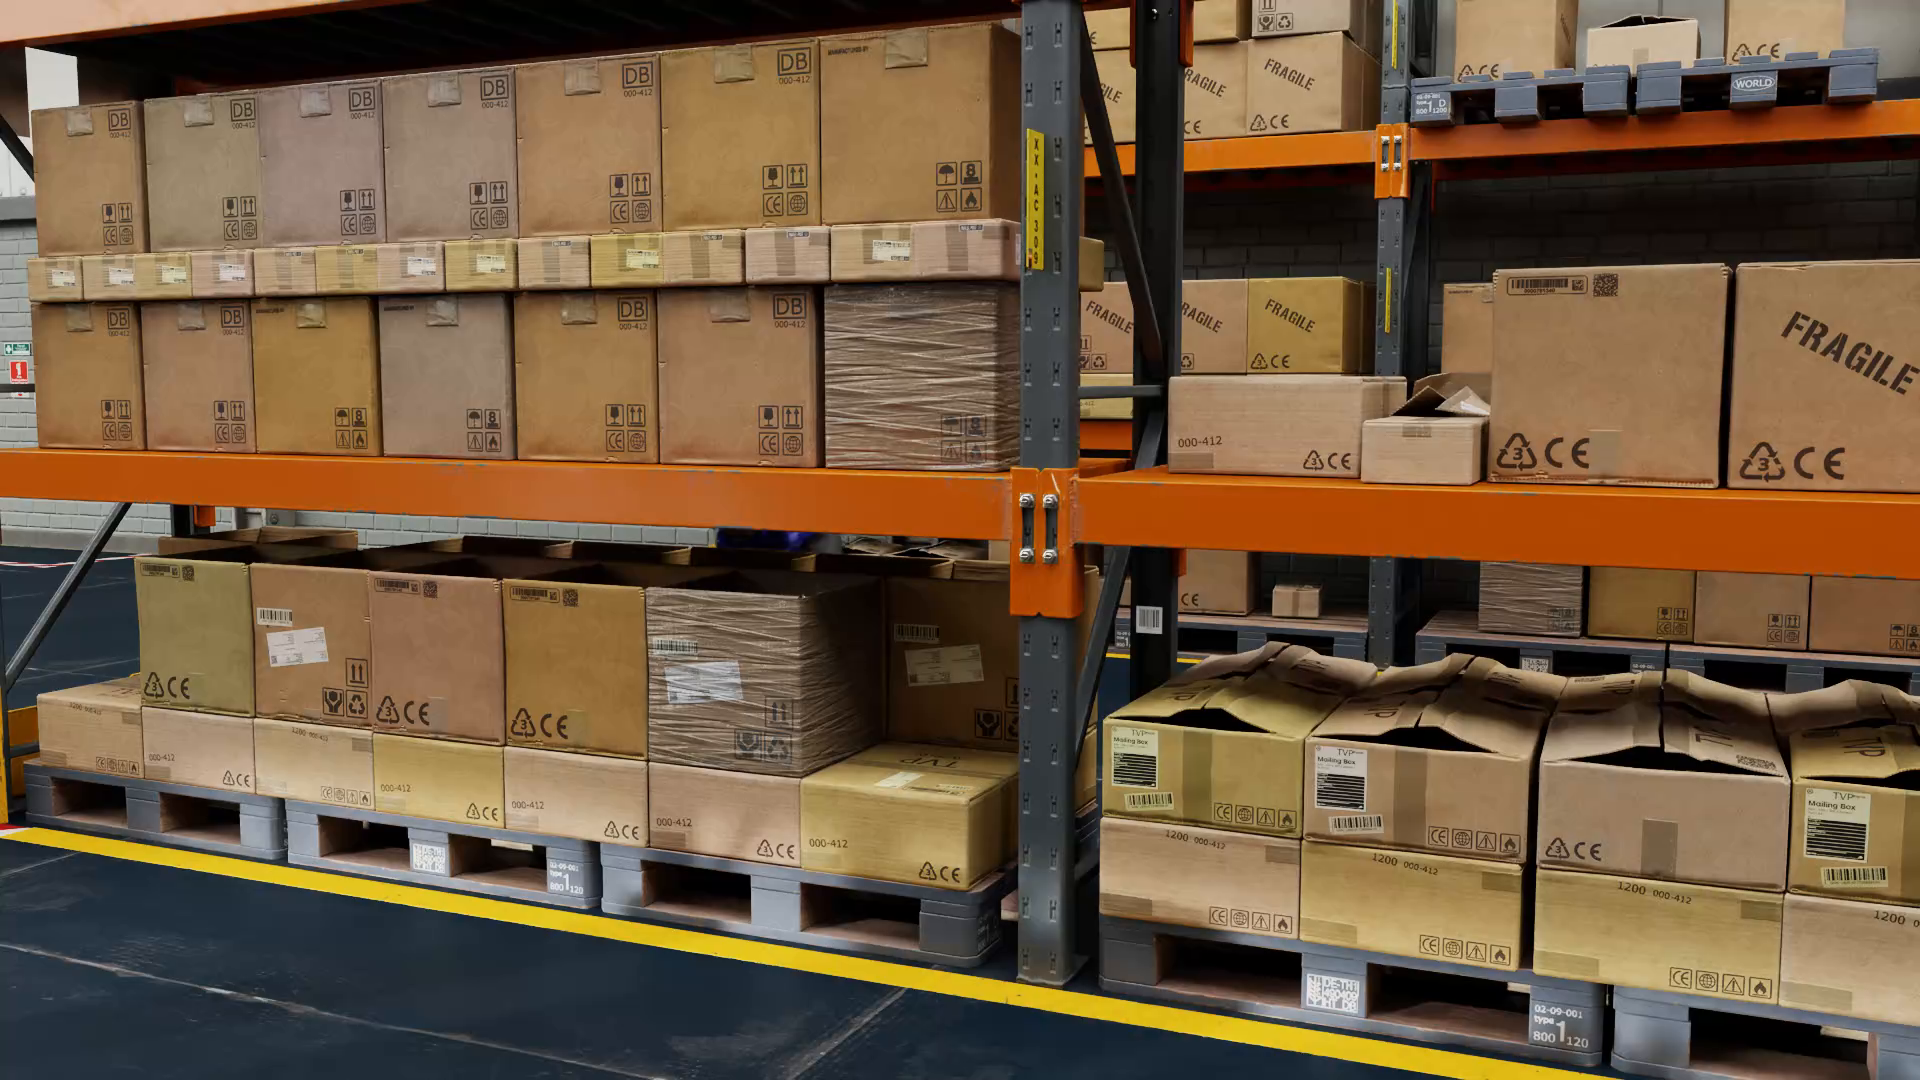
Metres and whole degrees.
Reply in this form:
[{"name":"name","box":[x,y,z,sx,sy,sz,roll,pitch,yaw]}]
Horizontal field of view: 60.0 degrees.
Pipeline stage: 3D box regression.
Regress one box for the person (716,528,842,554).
[{"name":"person","box":[-0.816,0.295,7.185,0.420,1.112,0.867,2,6,22]}]
